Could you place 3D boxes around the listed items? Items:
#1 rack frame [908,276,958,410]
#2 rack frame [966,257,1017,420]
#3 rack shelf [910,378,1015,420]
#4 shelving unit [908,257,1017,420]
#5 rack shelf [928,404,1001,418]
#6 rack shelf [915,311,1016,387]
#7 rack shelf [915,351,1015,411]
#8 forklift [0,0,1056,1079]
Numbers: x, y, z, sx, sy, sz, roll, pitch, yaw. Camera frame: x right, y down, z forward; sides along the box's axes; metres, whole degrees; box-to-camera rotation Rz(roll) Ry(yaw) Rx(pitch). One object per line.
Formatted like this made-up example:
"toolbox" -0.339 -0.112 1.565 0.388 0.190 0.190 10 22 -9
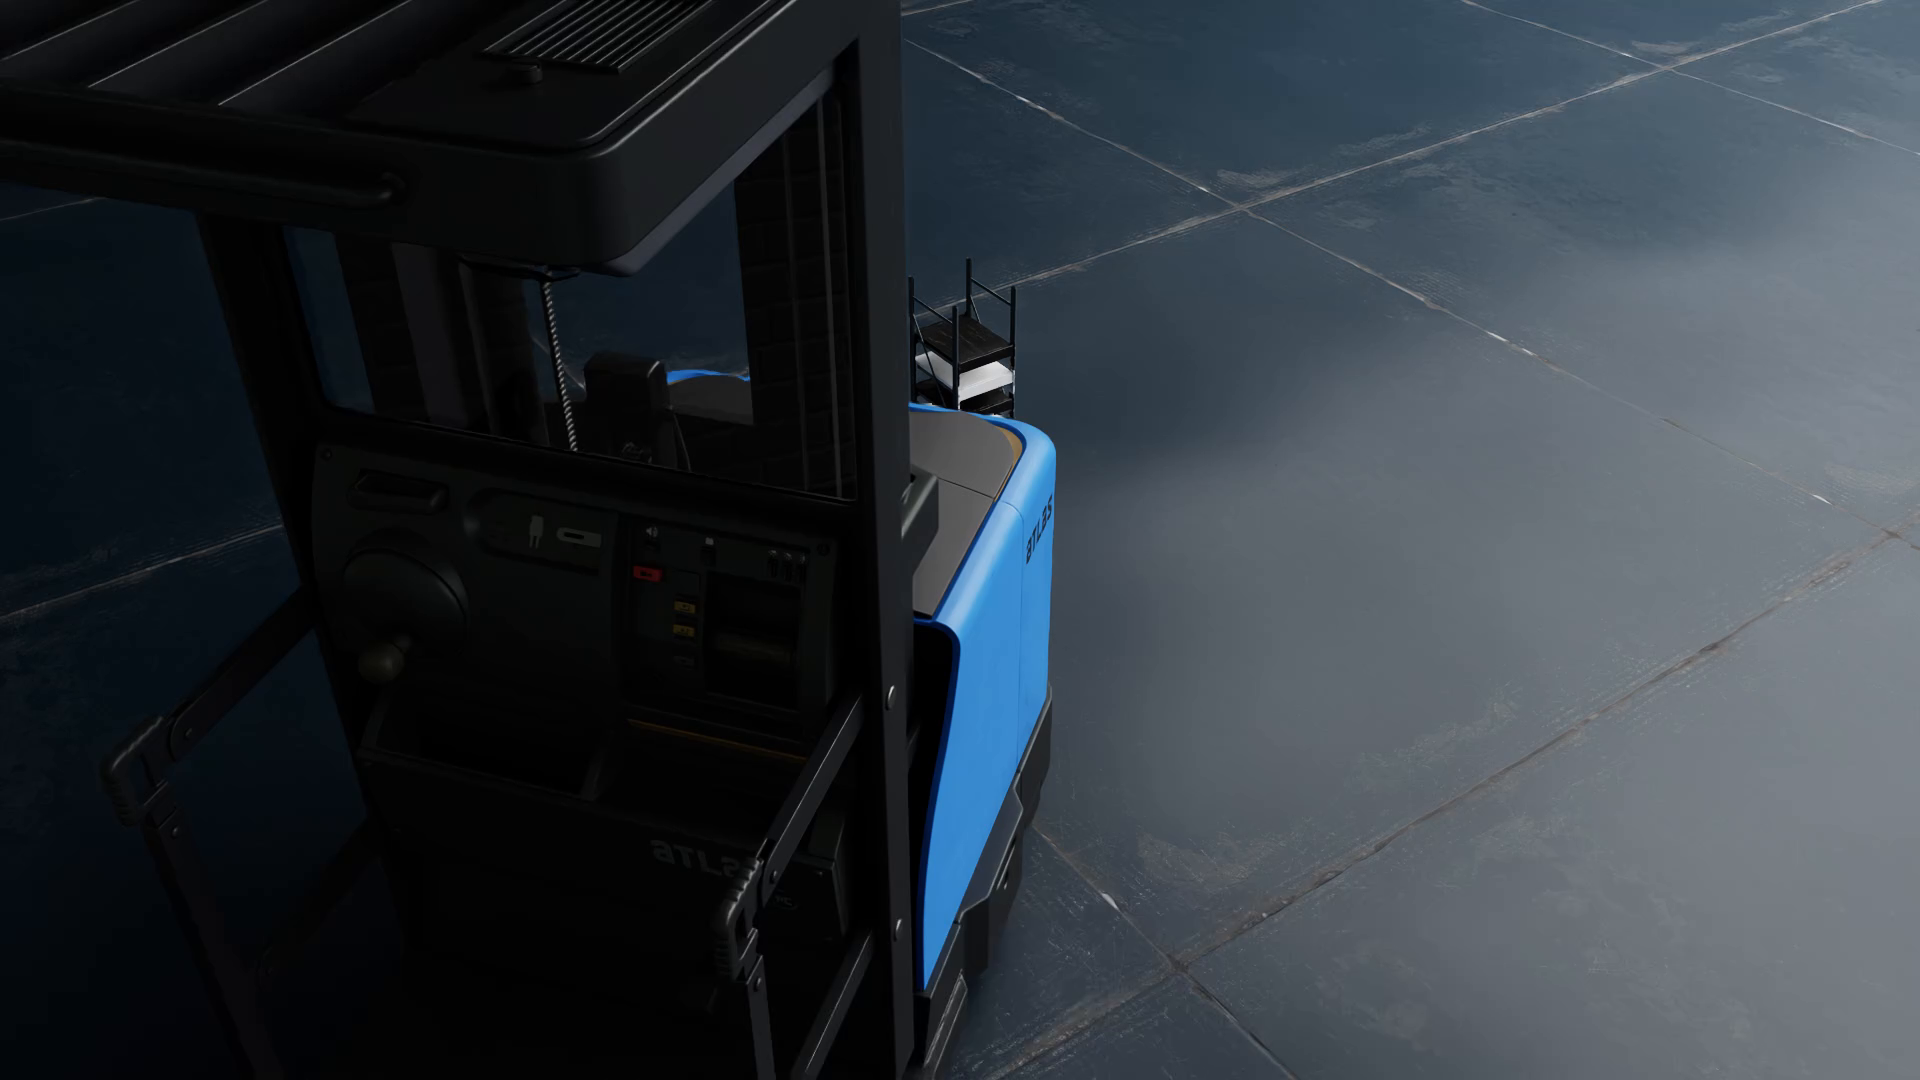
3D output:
"rack frame" -0.076 -0.334 4.943 0.006 0.900 0.240 -22 41 -28
"rack frame" 0.090 -0.402 5.039 0.006 0.900 0.240 -22 41 -28
"rack shelf" 0.007 -0.414 4.958 0.200 0.077 0.258 -22 41 -28
"shelving unit" 0.007 -0.368 4.991 0.210 0.900 0.258 -22 41 -28
"rack shelf" 0.007 -0.341 5.010 0.200 0.077 0.258 -22 41 -28
"rack shelf" 0.007 -0.560 4.853 0.200 0.077 0.258 -22 41 -28
"rack shelf" 0.007 -0.487 4.905 0.200 0.077 0.258 -22 41 -28
"forklift" -0.698 0.154 2.525 1.130 2.935 3.031 10 37 14
